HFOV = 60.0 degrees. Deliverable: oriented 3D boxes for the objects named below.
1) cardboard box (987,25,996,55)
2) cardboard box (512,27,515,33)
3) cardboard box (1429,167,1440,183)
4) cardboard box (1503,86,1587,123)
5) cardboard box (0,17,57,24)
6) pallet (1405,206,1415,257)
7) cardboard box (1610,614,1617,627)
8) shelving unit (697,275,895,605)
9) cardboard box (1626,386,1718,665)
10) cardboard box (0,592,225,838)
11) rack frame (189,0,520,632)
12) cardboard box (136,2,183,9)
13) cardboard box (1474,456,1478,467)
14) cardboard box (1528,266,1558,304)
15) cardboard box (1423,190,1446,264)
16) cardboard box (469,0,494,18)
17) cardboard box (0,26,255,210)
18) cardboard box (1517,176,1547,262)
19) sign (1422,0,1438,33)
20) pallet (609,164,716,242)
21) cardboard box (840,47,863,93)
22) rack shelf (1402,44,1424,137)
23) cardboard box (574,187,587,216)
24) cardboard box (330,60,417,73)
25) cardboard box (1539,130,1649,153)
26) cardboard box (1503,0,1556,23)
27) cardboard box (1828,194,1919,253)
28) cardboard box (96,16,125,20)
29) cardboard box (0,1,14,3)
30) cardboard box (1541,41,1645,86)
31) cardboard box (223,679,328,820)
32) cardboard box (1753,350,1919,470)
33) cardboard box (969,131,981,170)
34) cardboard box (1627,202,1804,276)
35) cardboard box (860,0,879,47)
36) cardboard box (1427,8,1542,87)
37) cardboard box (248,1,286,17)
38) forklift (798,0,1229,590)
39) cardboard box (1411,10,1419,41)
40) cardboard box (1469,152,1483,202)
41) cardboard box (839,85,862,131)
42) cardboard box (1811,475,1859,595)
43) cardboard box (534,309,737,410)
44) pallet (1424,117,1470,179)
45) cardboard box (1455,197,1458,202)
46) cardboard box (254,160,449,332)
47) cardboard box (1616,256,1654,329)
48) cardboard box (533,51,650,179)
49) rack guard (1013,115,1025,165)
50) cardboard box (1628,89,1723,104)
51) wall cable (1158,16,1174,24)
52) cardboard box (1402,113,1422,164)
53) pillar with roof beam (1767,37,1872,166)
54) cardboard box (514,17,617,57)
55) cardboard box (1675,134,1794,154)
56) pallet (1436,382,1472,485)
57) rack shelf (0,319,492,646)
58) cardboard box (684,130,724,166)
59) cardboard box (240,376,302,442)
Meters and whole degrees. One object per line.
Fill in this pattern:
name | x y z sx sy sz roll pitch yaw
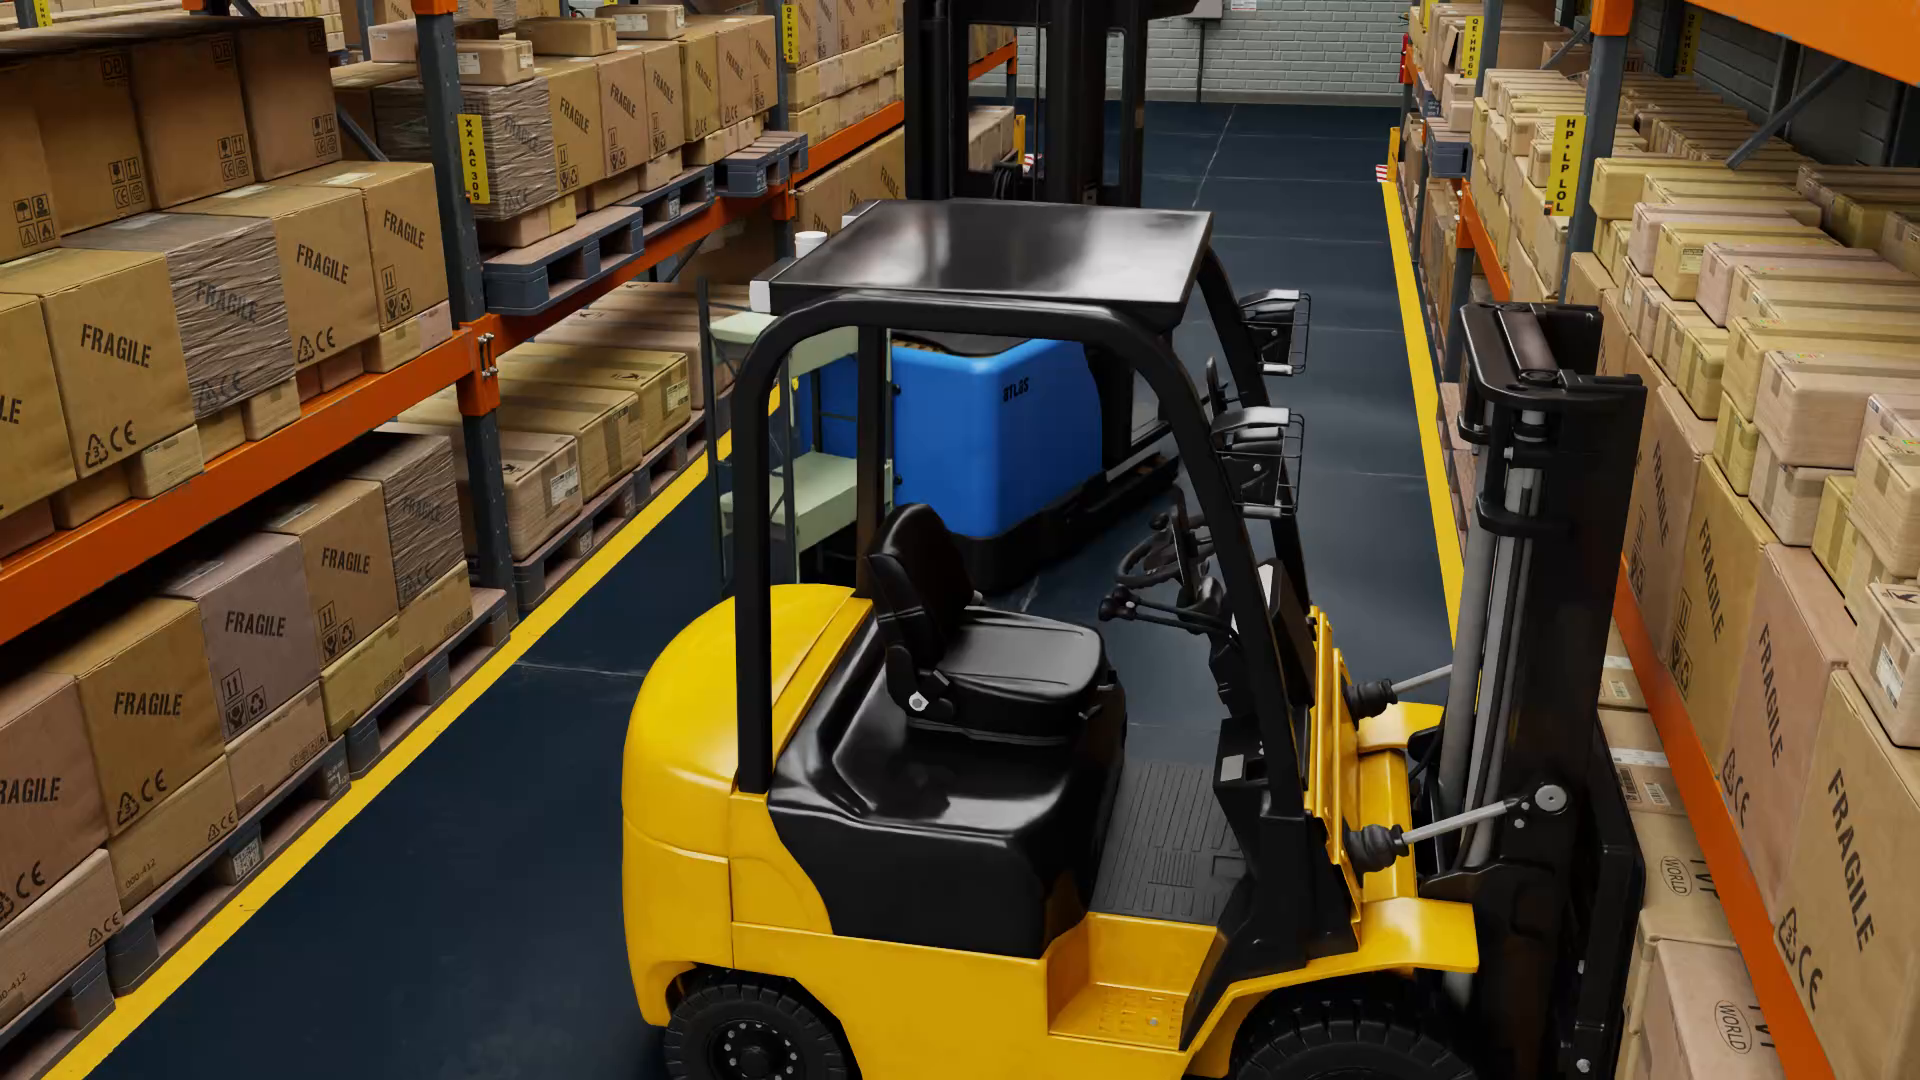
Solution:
cardboard box | 0.045 -4.925 15.934 0.500 0.500 0.500 5 22 12
cardboard box | -4.712 -5.254 17.219 0.380 0.149 0.250 5 22 12
cardboard box | 3.807 -2.832 12.786 0.380 0.149 0.250 6 23 13
cardboard box | 2.850 -2.107 8.067 0.380 0.149 0.250 5 22 12
cardboard box | -6.644 -3.617 11.798 0.380 0.149 0.250 5 23 13
pallet | 4.282 -2.564 13.938 1.003 0.211 1.213 4 22 11
cardboard box | 1.988 0.275 4.935 0.500 0.250 0.500 4 22 11
shelving unit | -0.643 -0.395 6.827 0.431 1.500 0.755 12 25 27
cardboard box | 1.847 -0.026 3.768 0.500 0.500 0.500 5 22 11
cardboard box | -2.515 0.481 4.760 0.500 0.500 0.500 5 22 12
rack frame | -2.351 -1.058 6.465 1.000 3.000 0.127 4 22 11
cardboard box | -6.327 -4.189 13.216 0.380 0.149 0.250 4 22 10
cardboard box | 2.921 -0.524 7.757 0.875 0.625 0.625 4 22 9
cardboard box | 2.355 -0.816 6.064 0.500 0.250 0.500 5 22 12
cardboard box | 3.723 -2.287 12.300 0.500 0.500 0.500 4 22 10
cardboard box | -4.925 -5.232 16.297 0.500 0.500 0.500 6 23 14
cardboard box | -2.779 -1.377 5.386 0.700 0.500 0.500 5 22 11
cardboard box | 2.456 -1.231 6.427 0.500 0.250 0.500 4 22 10
sign | 3.608 -4.047 12.728 0.100 0.325 0.005 4 22 11
pallet | -1.899 -1.705 8.328 1.003 0.211 1.213 4 22 11
cardboard box | -0.970 -3.220 11.365 0.500 0.250 0.500 4 22 11
rack shelf | 4.549 -4.004 14.744 1.077 0.370 4.000 4 22 11
cardboard box | -1.887 -1.514 7.373 0.380 0.149 0.250 6 23 14
cardboard box | -2.382 -1.805 7.226 0.500 0.500 0.500 5 22 11
cardboard box | 2.536 -1.549 6.682 0.380 0.149 0.250 4 22 10
cardboard box | 4.705 -4.547 13.928 0.500 0.500 0.500 4 22 9
cardboard box | 2.607 -0.840 4.524 0.380 0.149 0.250 4 22 10
cardboard box | -5.957 -3.654 11.890 0.380 0.149 0.250 4 22 9
cardboard box | -9.863 -5.681 16.744 0.500 0.500 0.500 4 22 9
cardboard box | 3.583 -2.561 9.502 0.500 0.500 0.500 6 23 13
cardboard box | -2.416 0.640 5.367 0.500 0.250 0.500 5 22 12
cardboard box | 1.674 -0.230 3.009 0.380 0.149 0.250 5 22 12
cardboard box | -0.304 -3.539 15.493 0.875 0.438 0.875 4 22 9
cardboard box | 1.992 -0.789 4.398 0.380 0.149 0.250 5 22 12
cardboard box | -0.876 -3.747 11.671 0.500 0.500 0.500 5 22 12
cardboard box | 3.718 -3.499 11.830 0.700 0.500 0.500 5 22 12
cardboard box | -5.638 -4.228 13.314 0.380 0.149 0.250 4 22 11
forklift | 0.467 -1.646 8.017 1.130 2.935 3.031 13 25 29
cardboard box | 4.498 -4.808 15.580 0.500 0.250 0.500 5 22 11
cardboard box | 2.995 -1.931 8.833 0.500 0.250 0.500 5 22 11
cardboard box | -0.989 -2.992 11.467 0.500 0.250 0.500 5 23 13
cardboard box | 1.686 0.011 2.810 0.380 0.149 0.250 4 22 11
cardboard box | -1.803 -1.020 9.327 0.950 0.372 0.625 4 22 10
pallet | 3.394 -2.308 9.826 1.213 0.211 1.003 4 22 11
cardboard box | 3.576 -2.249 11.338 0.380 0.149 0.250 5 22 11
cardboard box | -2.199 -1.061 5.940 0.500 0.500 0.500 4 22 10
cardboard box | 1.986 -0.655 4.462 0.380 0.149 0.250 5 22 12
cardboard box | -1.759 -1.950 7.585 0.500 0.500 0.500 4 22 11
rack guard | 0.102 -4.296 17.851 1.175 0.500 0.348 4 22 11
cardboard box | 3.418 -2.067 7.969 0.380 0.149 0.250 4 22 10
wall cable | 2.616 -7.878 22.039 0.588 1.984 0.122 4 22 11
cardboard box | 4.740 -3.890 16.277 0.797 0.503 0.637 4 22 9
pillar with roof beam | -0.273 -4.709 7.501 9.100 9.000 0.400 4 22 11
cardboard box | -1.788 -2.288 7.558 0.380 0.149 0.250 6 23 14
cardboard box | 3.056 -1.510 6.585 0.380 0.149 0.250 4 22 11
pallet | 3.119 -0.552 8.942 1.003 0.211 1.213 4 22 11
rack shelf | -2.760 0.007 4.784 1.077 0.370 4.000 4 22 11
cardboard box | -1.465 -2.069 8.750 0.380 0.149 0.250 5 22 12
cardboard box | -2.323 -0.429 5.239 0.380 0.149 0.250 4 22 10
